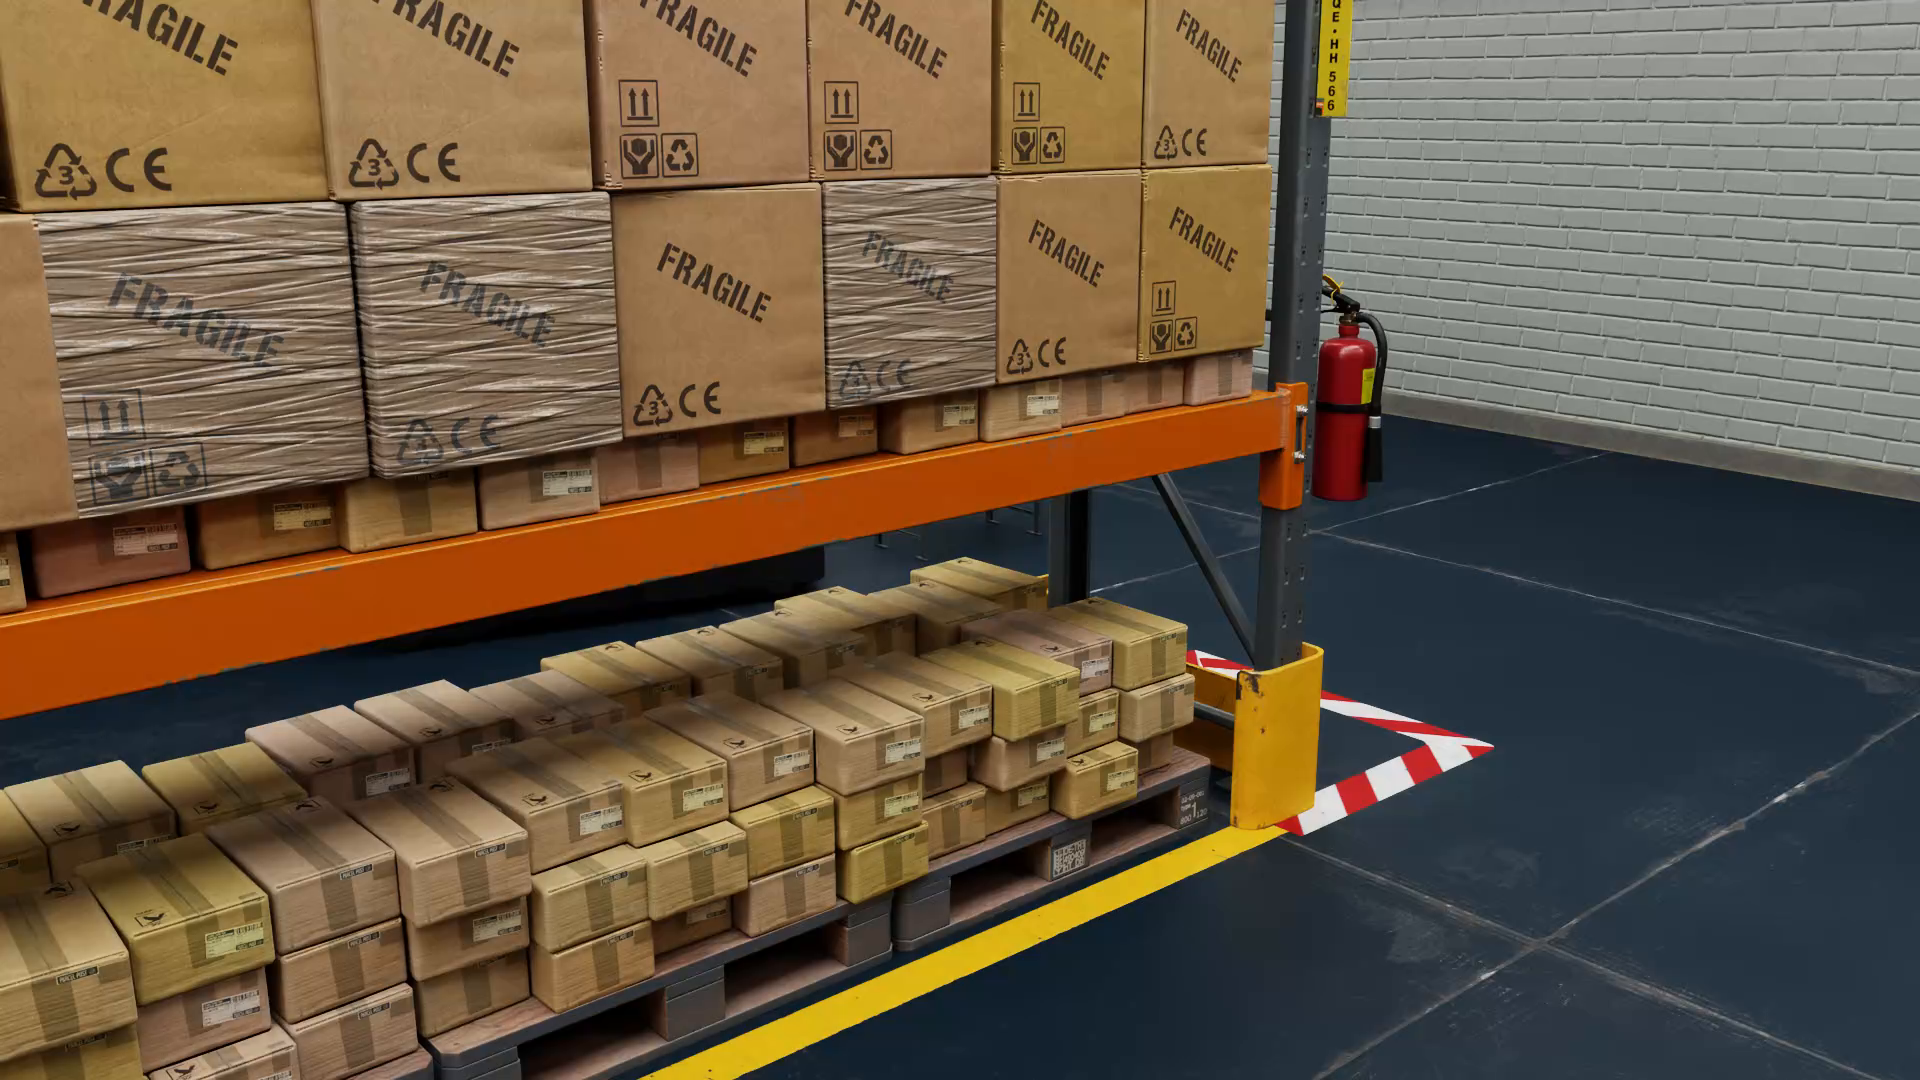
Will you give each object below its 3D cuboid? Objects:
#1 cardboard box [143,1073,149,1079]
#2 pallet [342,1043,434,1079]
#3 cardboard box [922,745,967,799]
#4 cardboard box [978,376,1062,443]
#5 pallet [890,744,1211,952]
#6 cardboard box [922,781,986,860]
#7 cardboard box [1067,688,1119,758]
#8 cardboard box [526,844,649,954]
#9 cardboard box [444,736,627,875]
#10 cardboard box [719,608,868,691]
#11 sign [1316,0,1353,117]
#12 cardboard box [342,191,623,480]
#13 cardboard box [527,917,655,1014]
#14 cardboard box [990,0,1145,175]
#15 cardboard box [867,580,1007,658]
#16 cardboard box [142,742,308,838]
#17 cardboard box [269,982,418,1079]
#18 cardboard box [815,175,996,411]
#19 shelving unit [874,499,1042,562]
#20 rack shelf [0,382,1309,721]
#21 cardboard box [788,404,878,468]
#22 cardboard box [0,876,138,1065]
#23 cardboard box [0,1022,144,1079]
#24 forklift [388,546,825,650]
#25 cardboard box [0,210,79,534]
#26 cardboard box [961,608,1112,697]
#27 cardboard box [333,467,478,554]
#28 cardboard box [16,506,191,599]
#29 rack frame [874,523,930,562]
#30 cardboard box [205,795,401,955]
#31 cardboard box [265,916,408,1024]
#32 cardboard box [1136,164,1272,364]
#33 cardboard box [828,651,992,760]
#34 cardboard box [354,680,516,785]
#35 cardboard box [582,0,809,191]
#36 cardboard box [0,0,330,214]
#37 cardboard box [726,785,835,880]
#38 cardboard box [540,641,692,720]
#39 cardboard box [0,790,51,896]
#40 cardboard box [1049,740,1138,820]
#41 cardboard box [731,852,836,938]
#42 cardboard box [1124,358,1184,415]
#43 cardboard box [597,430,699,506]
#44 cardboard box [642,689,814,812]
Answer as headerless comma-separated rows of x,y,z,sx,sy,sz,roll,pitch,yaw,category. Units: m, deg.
-1.656,1.081,3.101,0.250,0.149,0.380,-12,19,-38,cardboard box
-1.858,1.177,3.433,1.213,0.211,1.003,-13,19,-39,pallet
-0.196,0.563,4.465,0.250,0.149,0.380,-13,20,-40,cardboard box
0.046,-0.367,4.299,0.250,0.149,0.380,-12,19,-38,cardboard box
-0.018,0.764,4.981,1.213,0.211,1.003,-13,19,-39,pallet
-0.146,0.713,4.479,0.250,0.149,0.380,-12,19,-39,cardboard box
0.232,0.483,4.765,0.250,0.149,0.380,-13,20,-41,cardboard box
-0.906,0.756,3.741,0.250,0.149,0.380,-13,20,-40,cardboard box
-0.962,0.594,3.771,0.250,0.149,0.380,-14,20,-42,cardboard box
-0.479,0.329,4.764,0.250,0.149,0.380,-14,20,-42,cardboard box
1.025,-1.327,4.551,0.005,0.325,0.100,-13,19,-39,sign
-1.031,-0.440,3.313,0.500,0.500,0.500,-13,20,-41,cardboard box
-0.904,0.898,3.785,0.250,0.149,0.380,-13,20,-41,cardboard box
0.111,-1.190,4.185,0.500,0.500,0.500,-14,20,-41,cardboard box
-0.072,0.253,5.048,0.250,0.149,0.380,-12,19,-38,cardboard box
-1.648,0.604,3.736,0.250,0.149,0.380,-12,19,-38,cardboard box
-1.344,0.976,3.494,0.250,0.149,0.380,-13,20,-40,cardboard box
-0.263,-0.619,3.983,0.500,0.500,0.500,-13,19,-39,cardboard box
-0.005,-0.723,8.052,0.755,1.500,0.431,-13,19,-39,shelving unit
-0.833,-0.040,3.983,4.000,0.370,1.077,-13,19,-39,rack shelf
-0.414,-0.294,4.025,0.250,0.149,0.380,-14,20,-42,cardboard box
-1.699,0.785,3.058,0.250,0.149,0.380,-11,19,-37,cardboard box
-1.726,0.922,3.120,0.250,0.149,0.380,-12,19,-39,cardboard box
-2.159,-1.132,6.810,3.031,2.935,1.130,-7,16,-24,forklift
-1.803,-0.276,2.701,0.500,0.500,0.500,-13,20,-40,cardboard box
0.215,0.331,4.758,0.250,0.149,0.380,-12,19,-38,cardboard box
-1.159,-0.101,3.301,0.250,0.149,0.380,-12,19,-38,cardboard box
-1.601,-0.026,3.021,0.250,0.149,0.380,-14,20,-42,cardboard box
-0.281,-0.661,7.820,0.023,1.500,0.400,-13,19,-39,rack frame
-1.359,0.684,3.436,0.250,0.149,0.380,-13,20,-41,cardboard box
-1.361,0.829,3.470,0.250,0.149,0.380,-14,20,-42,cardboard box
0.506,-0.793,4.635,0.500,0.500,0.500,-12,19,-38,cardboard box
-0.134,0.431,4.383,0.250,0.149,0.380,-14,20,-42,cardboard box
-1.309,0.492,4.155,0.250,0.149,0.380,-14,20,-41,cardboard box
-0.672,-1.010,3.511,0.500,0.500,0.500,-14,20,-41,cardboard box
-1.461,-0.844,2.890,0.500,0.500,0.500,-13,20,-41,cardboard box
-0.514,0.667,4.073,0.250,0.149,0.380,-11,19,-37,cardboard box
-0.923,0.410,4.462,0.250,0.149,0.380,-12,19,-39,cardboard box
-2.078,0.676,3.465,0.250,0.149,0.380,-12,19,-39,cardboard box
0.288,0.641,4.749,0.250,0.149,0.380,-12,19,-38,cardboard box
-0.516,0.811,4.112,0.250,0.149,0.380,-12,19,-38,cardboard box
0.403,-0.460,4.648,0.250,0.149,0.380,-13,20,-39,cardboard box
-0.780,-0.199,3.670,0.250,0.149,0.380,-12,19,-37,cardboard box
-0.571,0.510,4.085,0.250,0.149,0.380,-14,20,-41,cardboard box
